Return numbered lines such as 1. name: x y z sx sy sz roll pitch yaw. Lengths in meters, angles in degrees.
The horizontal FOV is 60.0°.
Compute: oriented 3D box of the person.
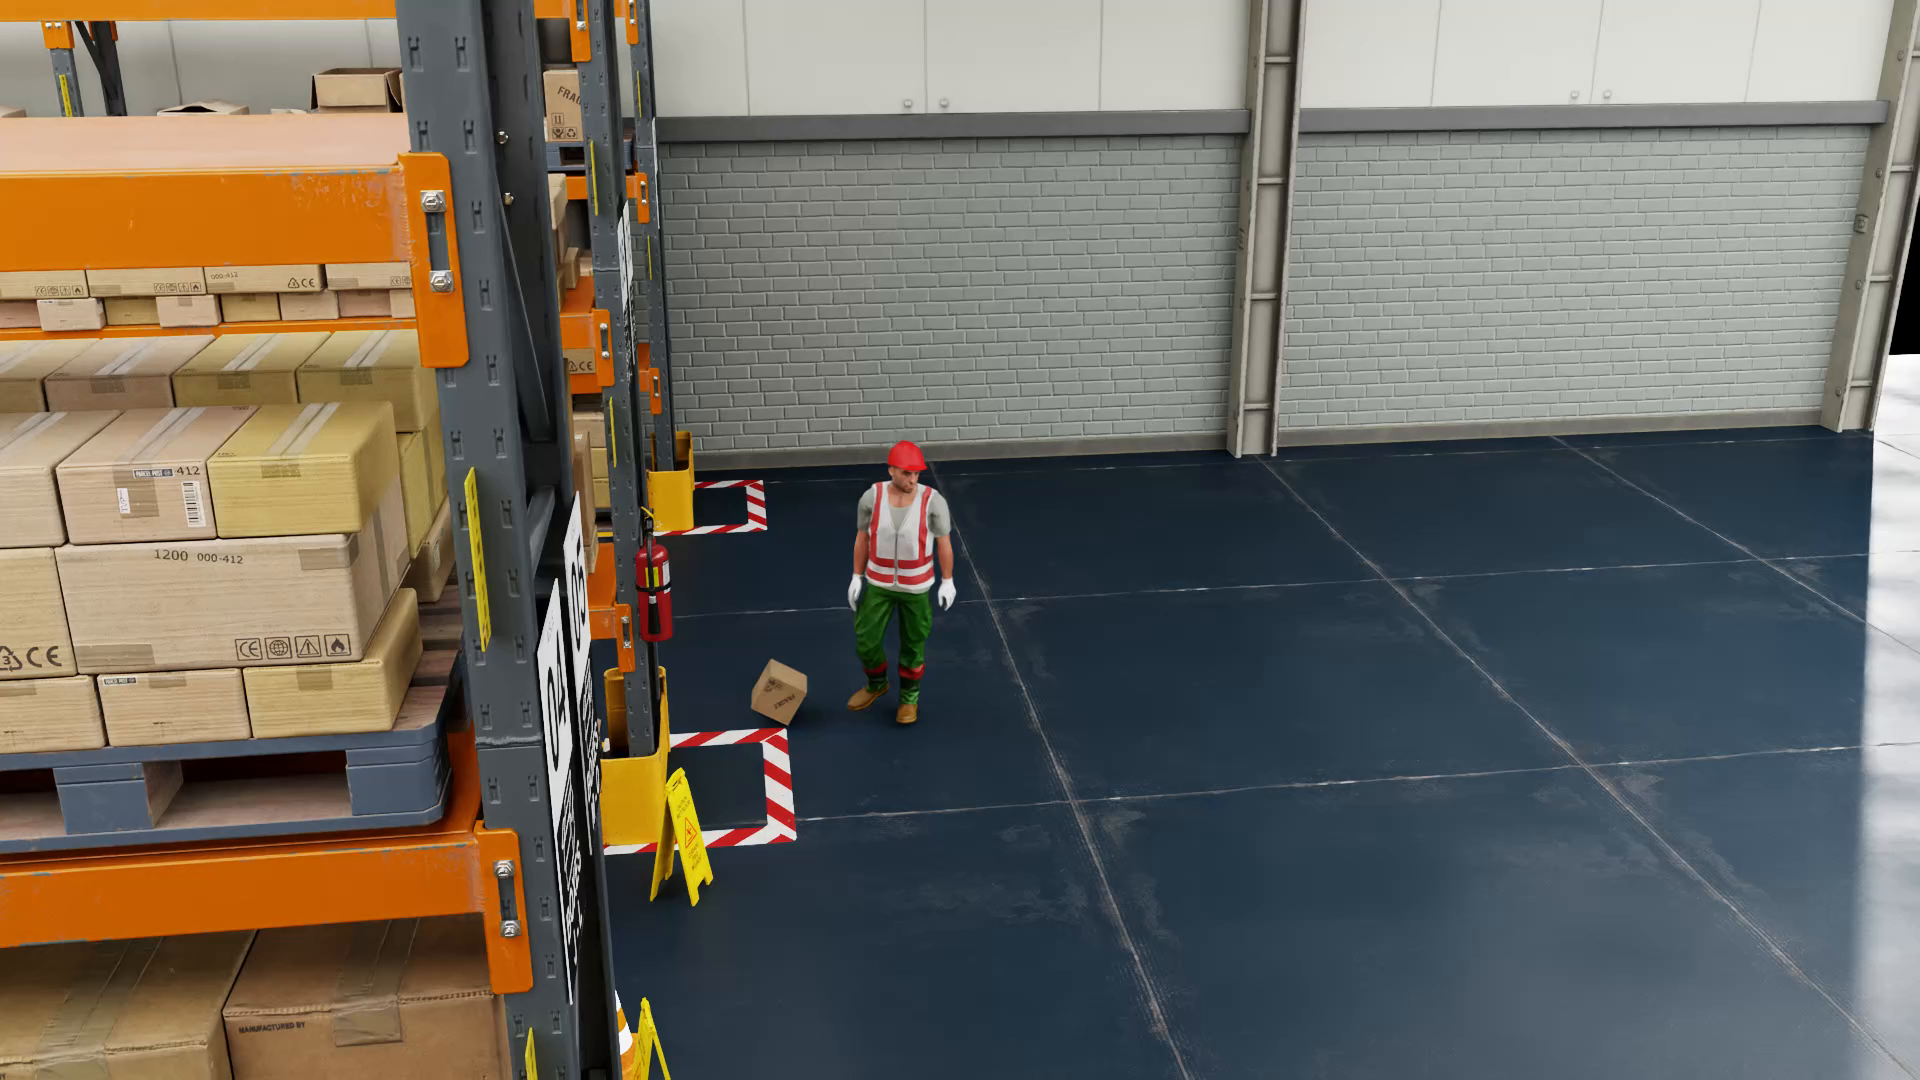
1. person: -0.364 0.256 9.771 0.672 1.775 0.435 2 20 6
